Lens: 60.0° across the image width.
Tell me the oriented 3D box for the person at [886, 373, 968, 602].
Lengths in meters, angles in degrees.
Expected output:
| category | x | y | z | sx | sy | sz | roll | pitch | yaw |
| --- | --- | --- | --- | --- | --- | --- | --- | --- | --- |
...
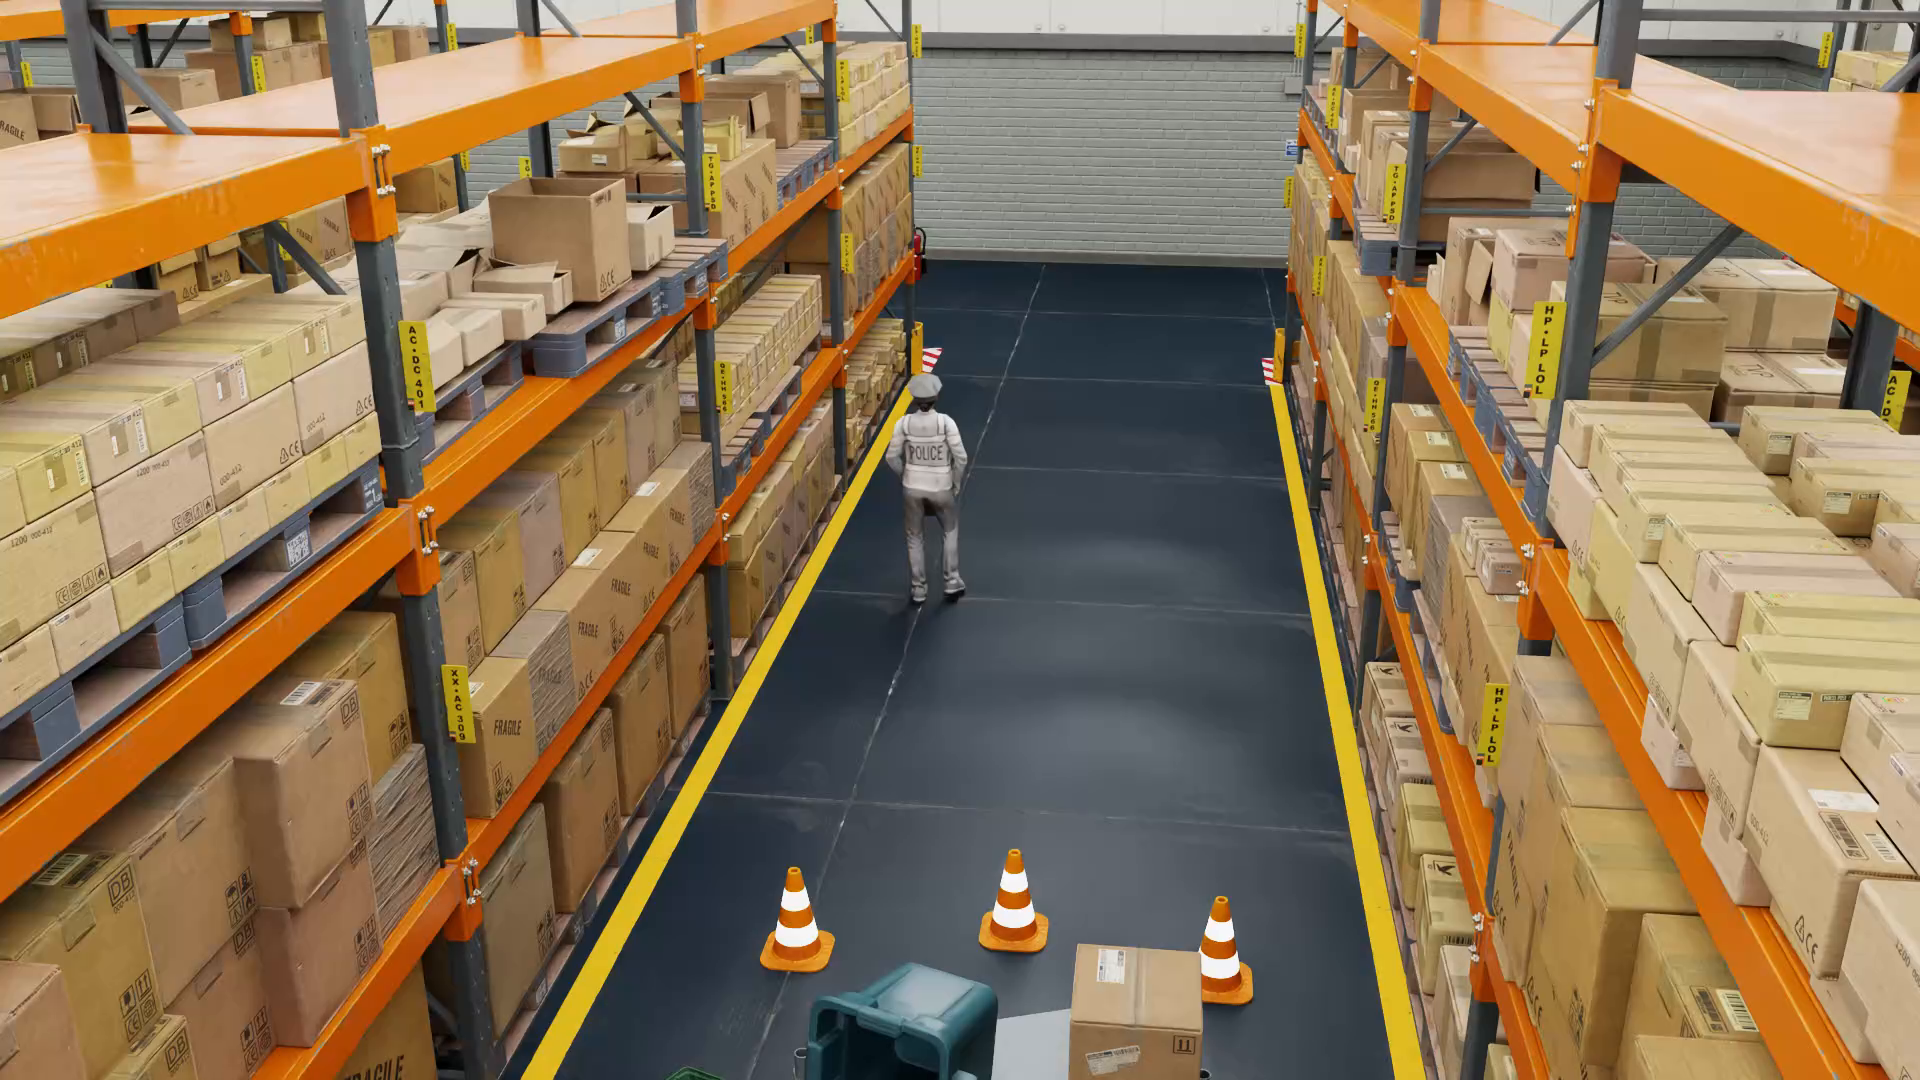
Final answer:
| category | x | y | z | sx | sy | sz | roll | pitch | yaw |
| --- | --- | --- | --- | --- | --- | --- | --- | --- | --- |
| person | -0.238 | -0.389 | 12.082 | 0.596 | 1.656 | 0.468 | 2 | 21 | 4 |
